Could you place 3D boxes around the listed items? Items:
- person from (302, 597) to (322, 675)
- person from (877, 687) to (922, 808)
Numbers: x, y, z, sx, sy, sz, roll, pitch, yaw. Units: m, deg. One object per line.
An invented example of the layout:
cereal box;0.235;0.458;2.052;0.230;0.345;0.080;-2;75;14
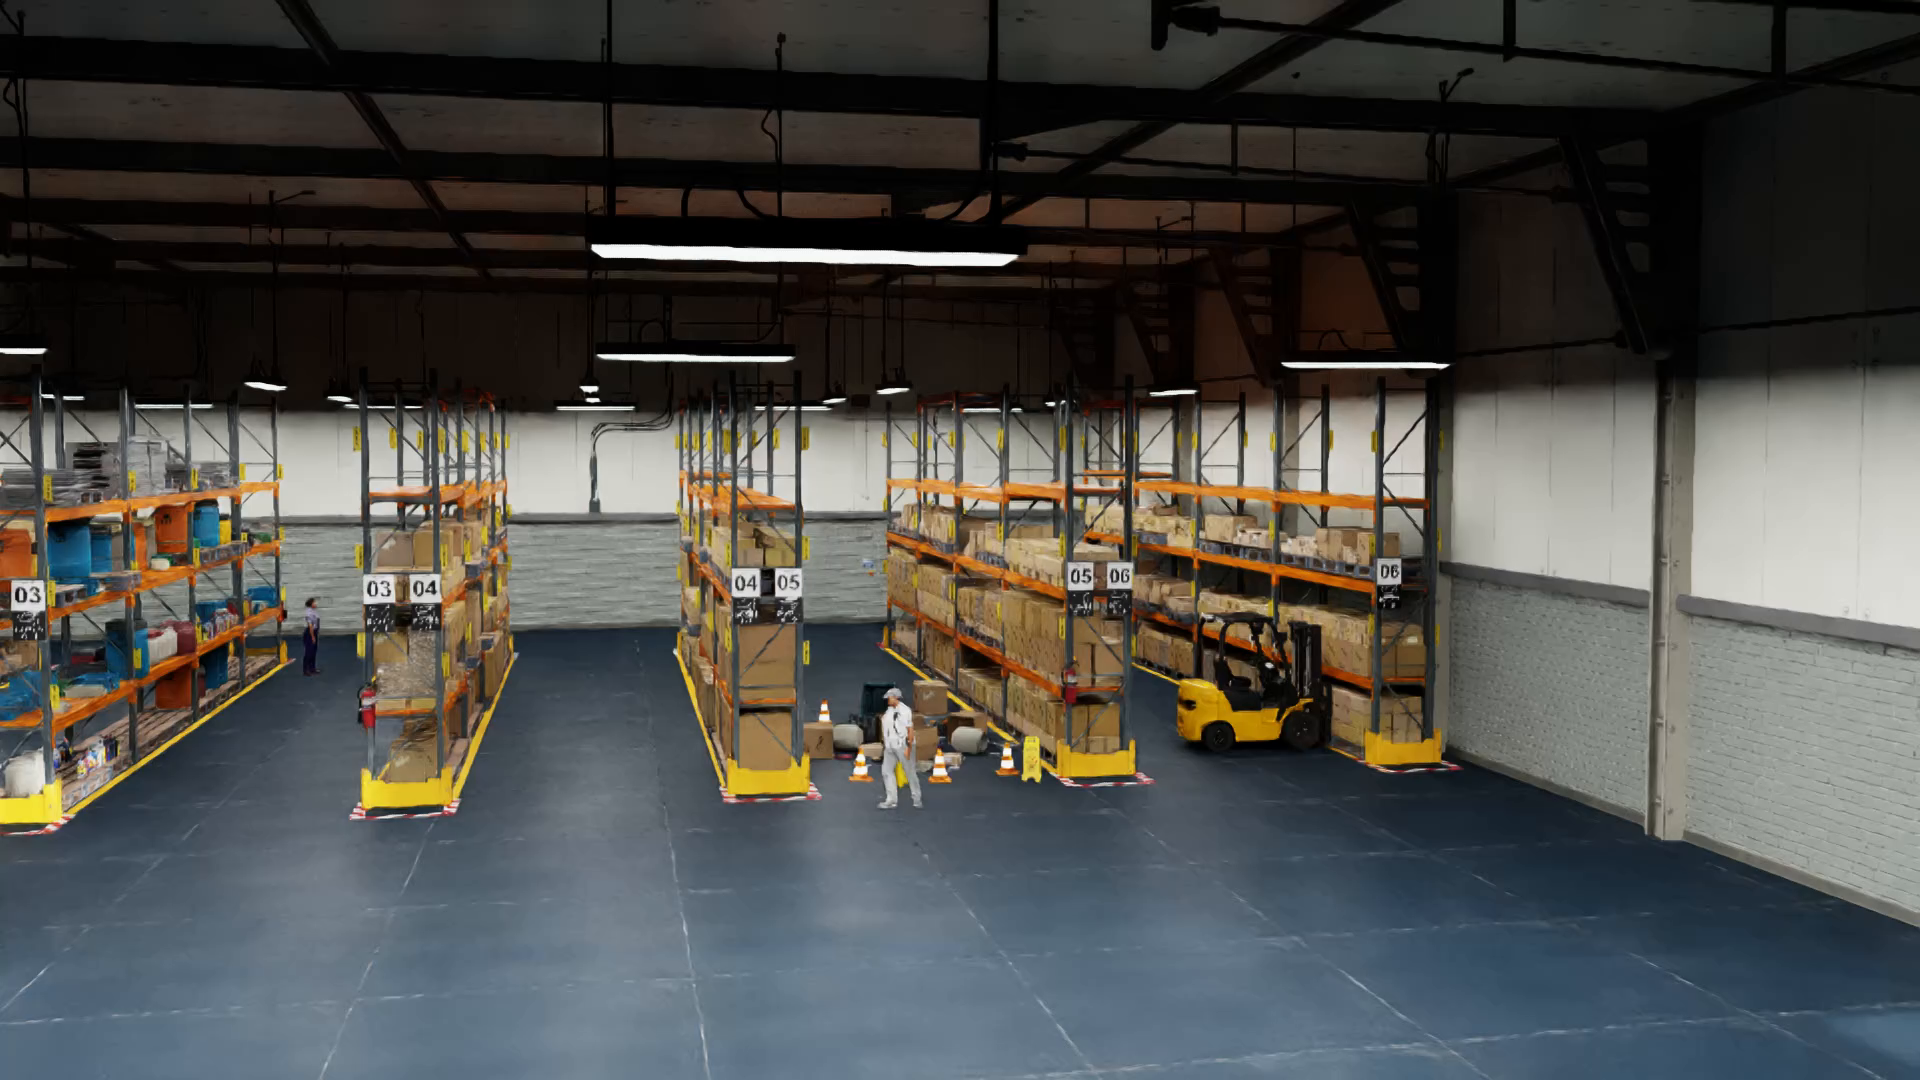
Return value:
person;-13.891;2.049;35.630;0.377;1.644;0.630;-1;4;-19
person;-0.803;2.832;22.730;0.546;1.648;0.559;3;5;44
